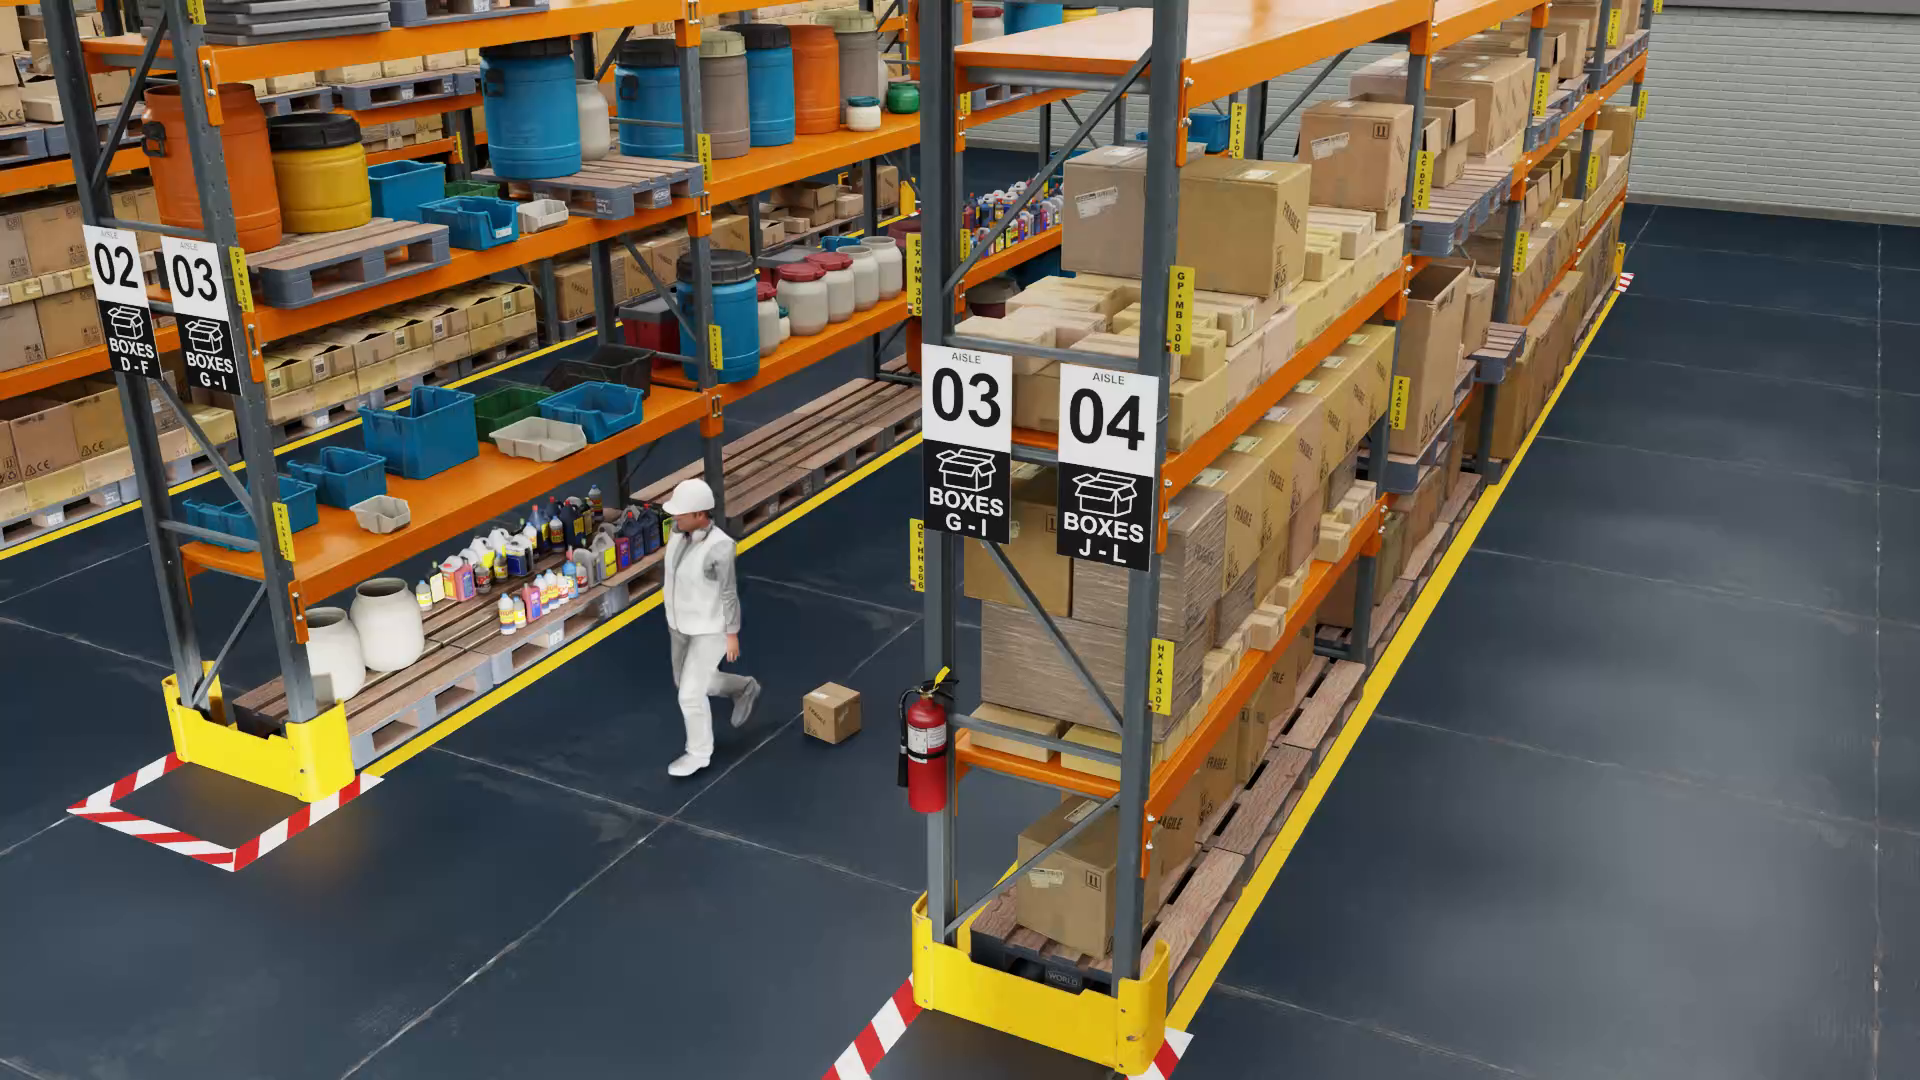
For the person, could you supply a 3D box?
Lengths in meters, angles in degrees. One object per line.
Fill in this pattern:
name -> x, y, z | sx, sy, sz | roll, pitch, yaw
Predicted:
person -> -1.467, 0.451, 9.609 | 0.786, 1.746, 0.567 | -20, 30, -40
